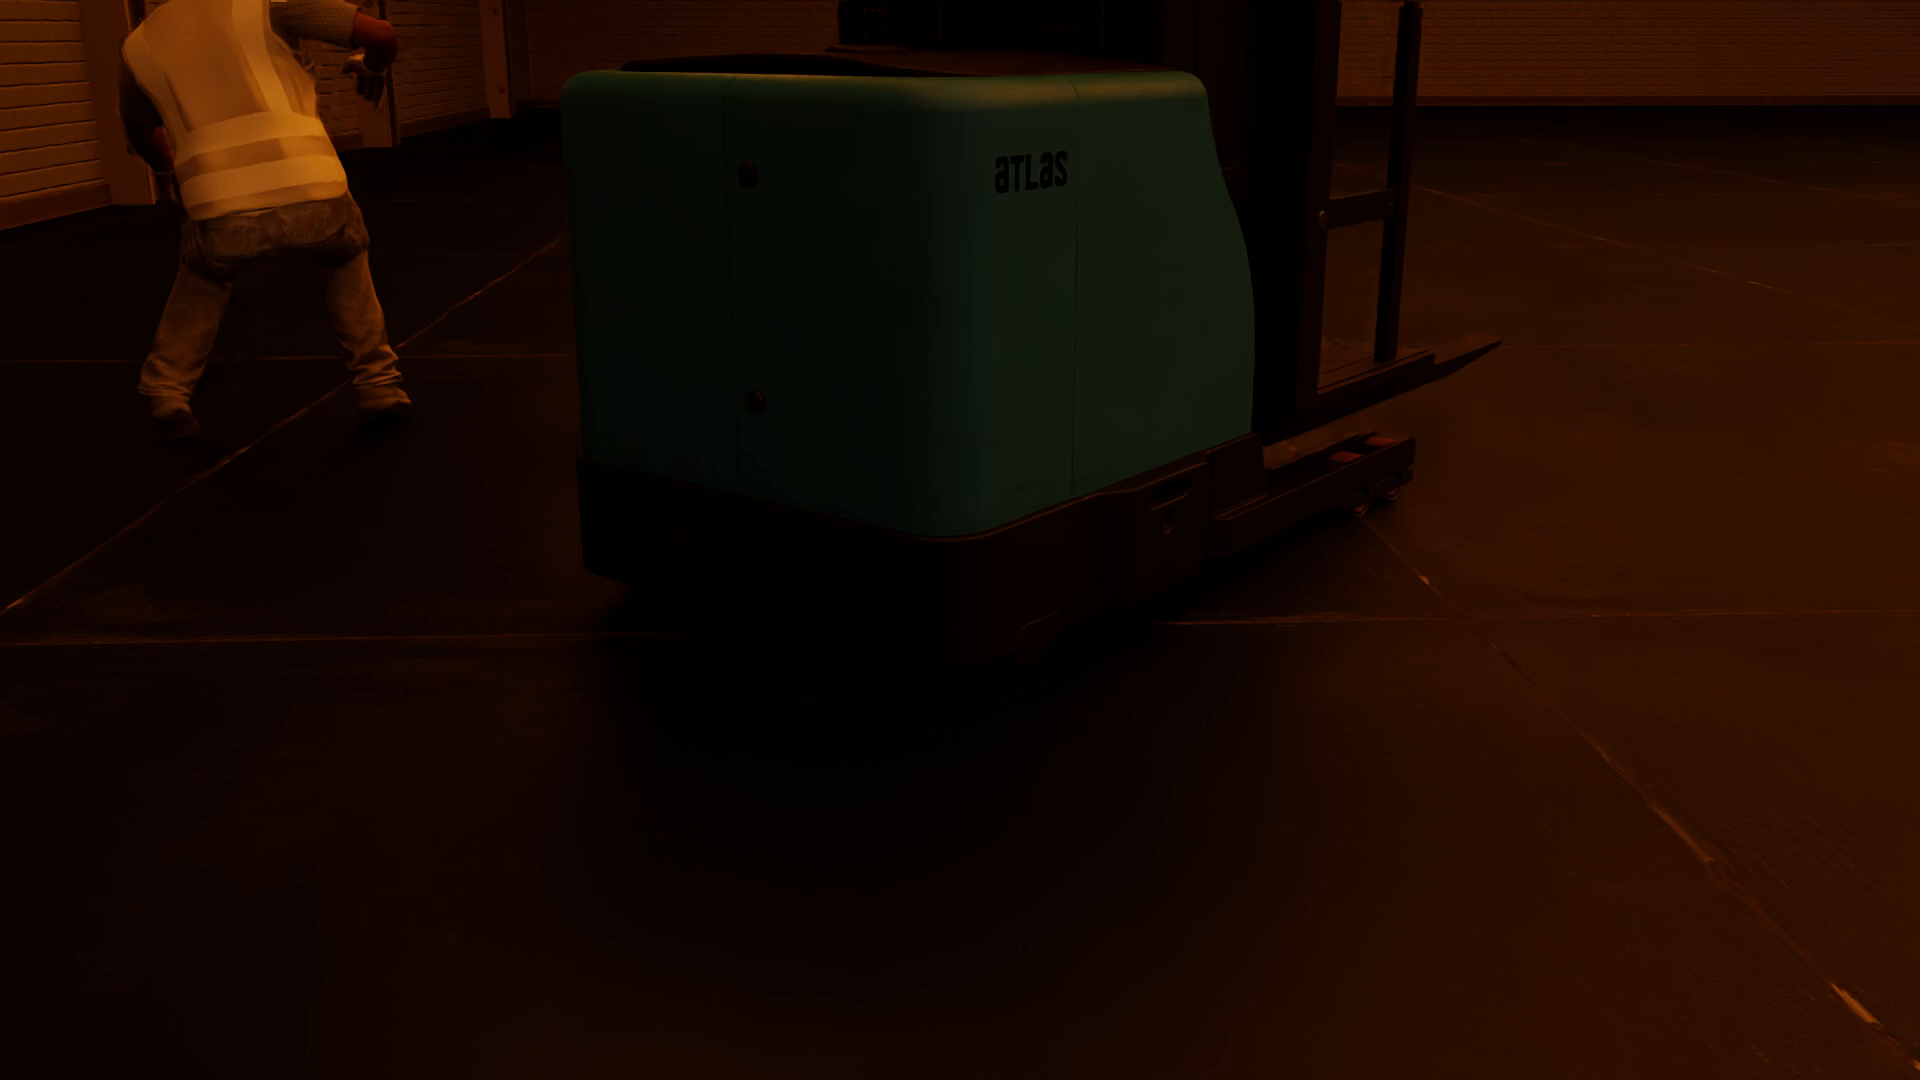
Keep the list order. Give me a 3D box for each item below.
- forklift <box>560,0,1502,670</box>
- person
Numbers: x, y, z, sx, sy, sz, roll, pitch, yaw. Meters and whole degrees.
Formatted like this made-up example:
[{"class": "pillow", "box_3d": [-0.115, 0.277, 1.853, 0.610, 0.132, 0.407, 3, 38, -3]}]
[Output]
[{"class": "forklift", "box_3d": [0.511, -1.534, 3.923, 1.130, 2.935, 3.031, 13, 21, 36]}, {"class": "person", "box_3d": [-2.006, -1.046, 4.848, 0.825, 1.513, 0.926, -3, 17, -10]}]
